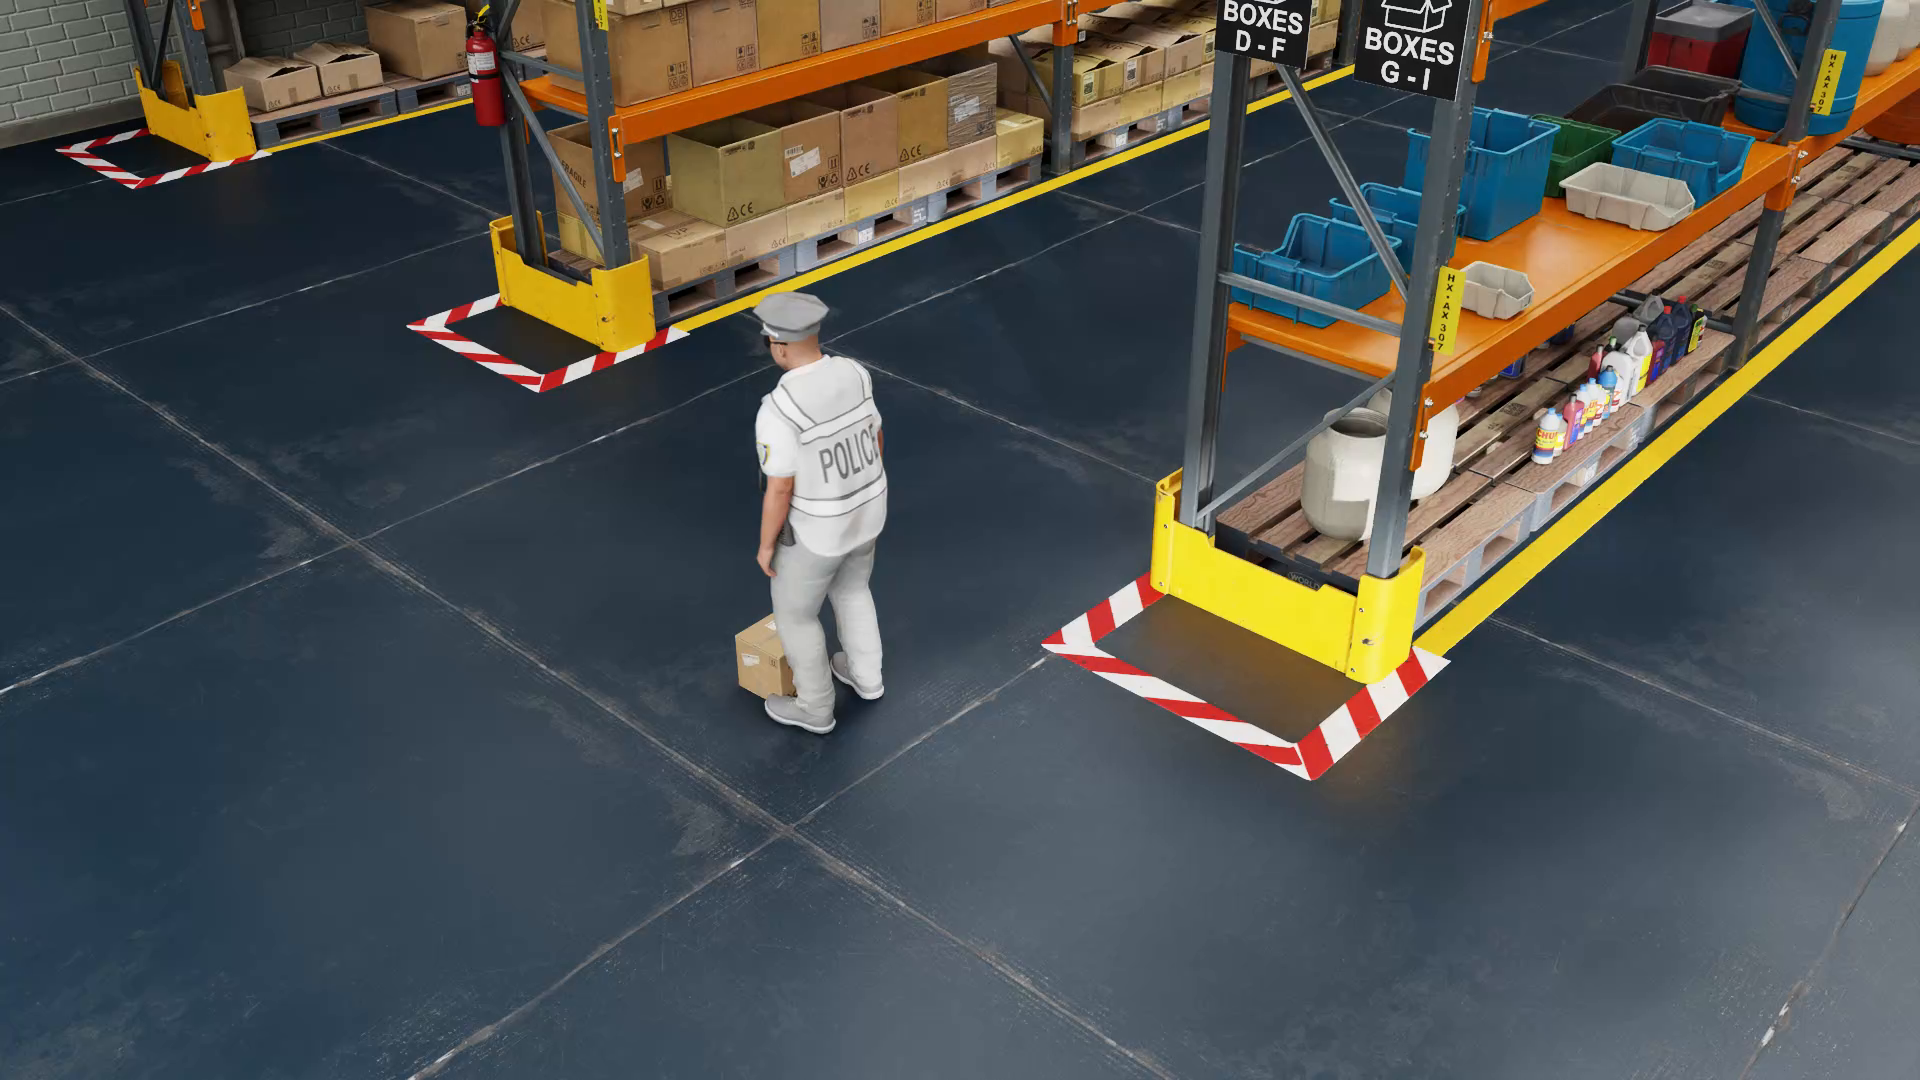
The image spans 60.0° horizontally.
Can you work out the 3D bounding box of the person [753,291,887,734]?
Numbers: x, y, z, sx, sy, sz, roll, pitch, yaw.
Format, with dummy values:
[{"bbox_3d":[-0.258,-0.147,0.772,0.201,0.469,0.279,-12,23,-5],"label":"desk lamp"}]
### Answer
[{"bbox_3d":[-0.514,-0.071,6.243,0.436,1.747,0.584,24,39,34],"label":"person"}]
